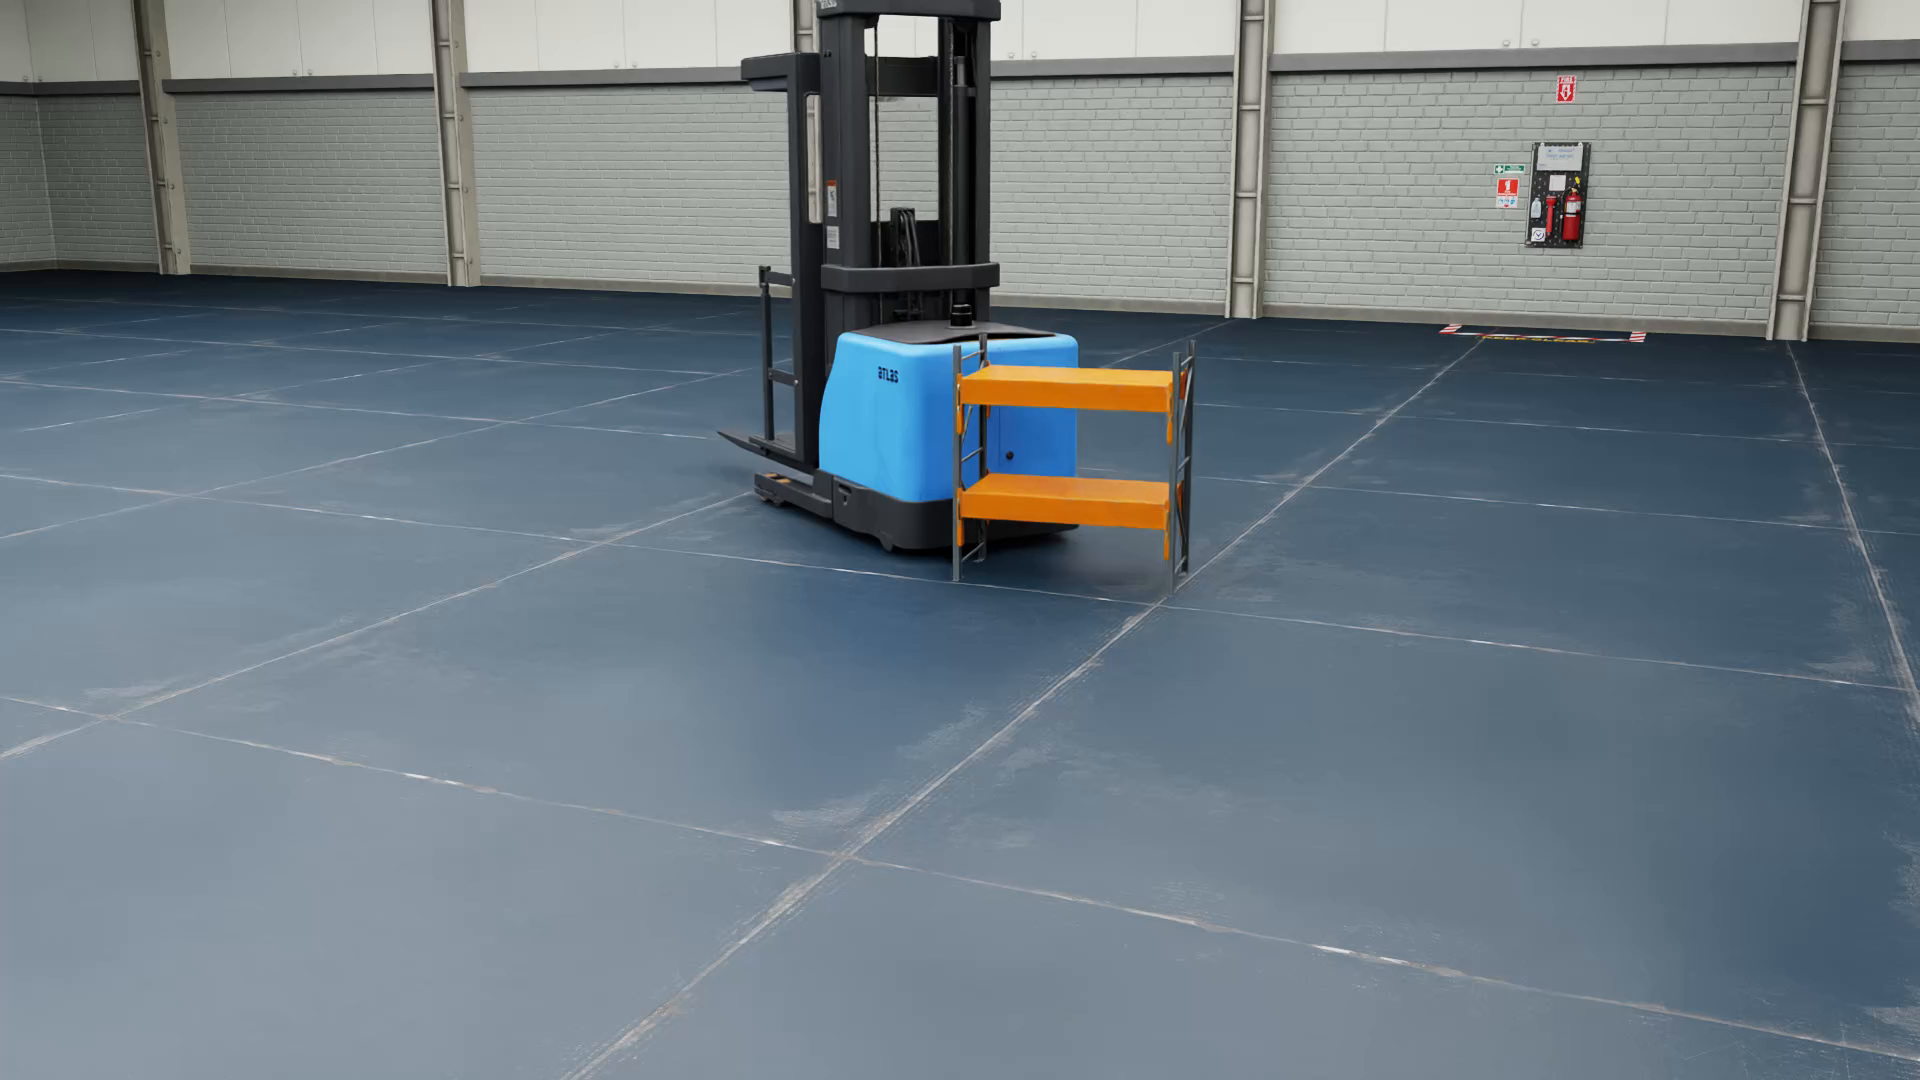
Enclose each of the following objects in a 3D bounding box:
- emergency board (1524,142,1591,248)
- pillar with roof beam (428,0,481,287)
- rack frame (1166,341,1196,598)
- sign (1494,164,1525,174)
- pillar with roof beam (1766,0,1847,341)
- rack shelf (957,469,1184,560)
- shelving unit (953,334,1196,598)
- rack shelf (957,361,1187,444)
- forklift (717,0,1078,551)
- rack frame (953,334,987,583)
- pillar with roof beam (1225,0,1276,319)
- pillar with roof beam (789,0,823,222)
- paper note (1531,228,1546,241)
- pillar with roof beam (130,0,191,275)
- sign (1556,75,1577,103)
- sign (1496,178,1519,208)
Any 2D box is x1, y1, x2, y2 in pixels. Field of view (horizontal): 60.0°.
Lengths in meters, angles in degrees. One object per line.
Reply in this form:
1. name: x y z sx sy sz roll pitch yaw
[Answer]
1. emergency board: 6.727 -3.879 18.719 0.643 1.169 0.194 6 14 23
2. pillar with roof beam: -9.230 -7.329 20.291 0.400 9.000 9.100 6 14 23
3. rack frame: 1.027 -0.337 7.728 0.032 1.125 0.500 4 14 16
4. sign: 6.264 -4.225 18.955 0.331 0.109 0.001 6 14 23
5. pillar with roof beam: 7.227 -5.664 13.193 0.400 9.000 9.100 6 14 23
6. rack shelf: 0.539 -0.131 7.921 1.000 0.278 0.538 4 14 16
7. shelving unit: 0.539 -0.369 7.865 1.048 1.125 0.538 4 14 16
8. rack shelf: 0.539 -0.654 7.798 1.000 0.278 0.538 4 14 16
9. forklift: -0.544 -1.660 9.413 1.130 2.935 3.031 -7 15 -29
10. rack frame: 0.050 -0.401 8.002 0.032 1.125 0.500 4 14 16
11. pillar with roof beam: 1.741 -6.219 15.559 0.400 9.000 9.100 6 14 23
12. pillar with roof beam: -3.745 -6.774 17.925 0.400 9.000 9.100 6 14 23
13. paper note: 6.593 -3.481 18.951 0.142 0.148 0.016 6 14 23
14. pillar with roof beam: -14.716 -7.884 22.657 0.400 9.000 9.100 6 14 23
15. sign: 6.760 -5.029 18.546 0.199 0.298 0.001 6 14 23
16. sign: 6.263 -3.969 19.025 0.234 0.329 0.001 6 14 23
